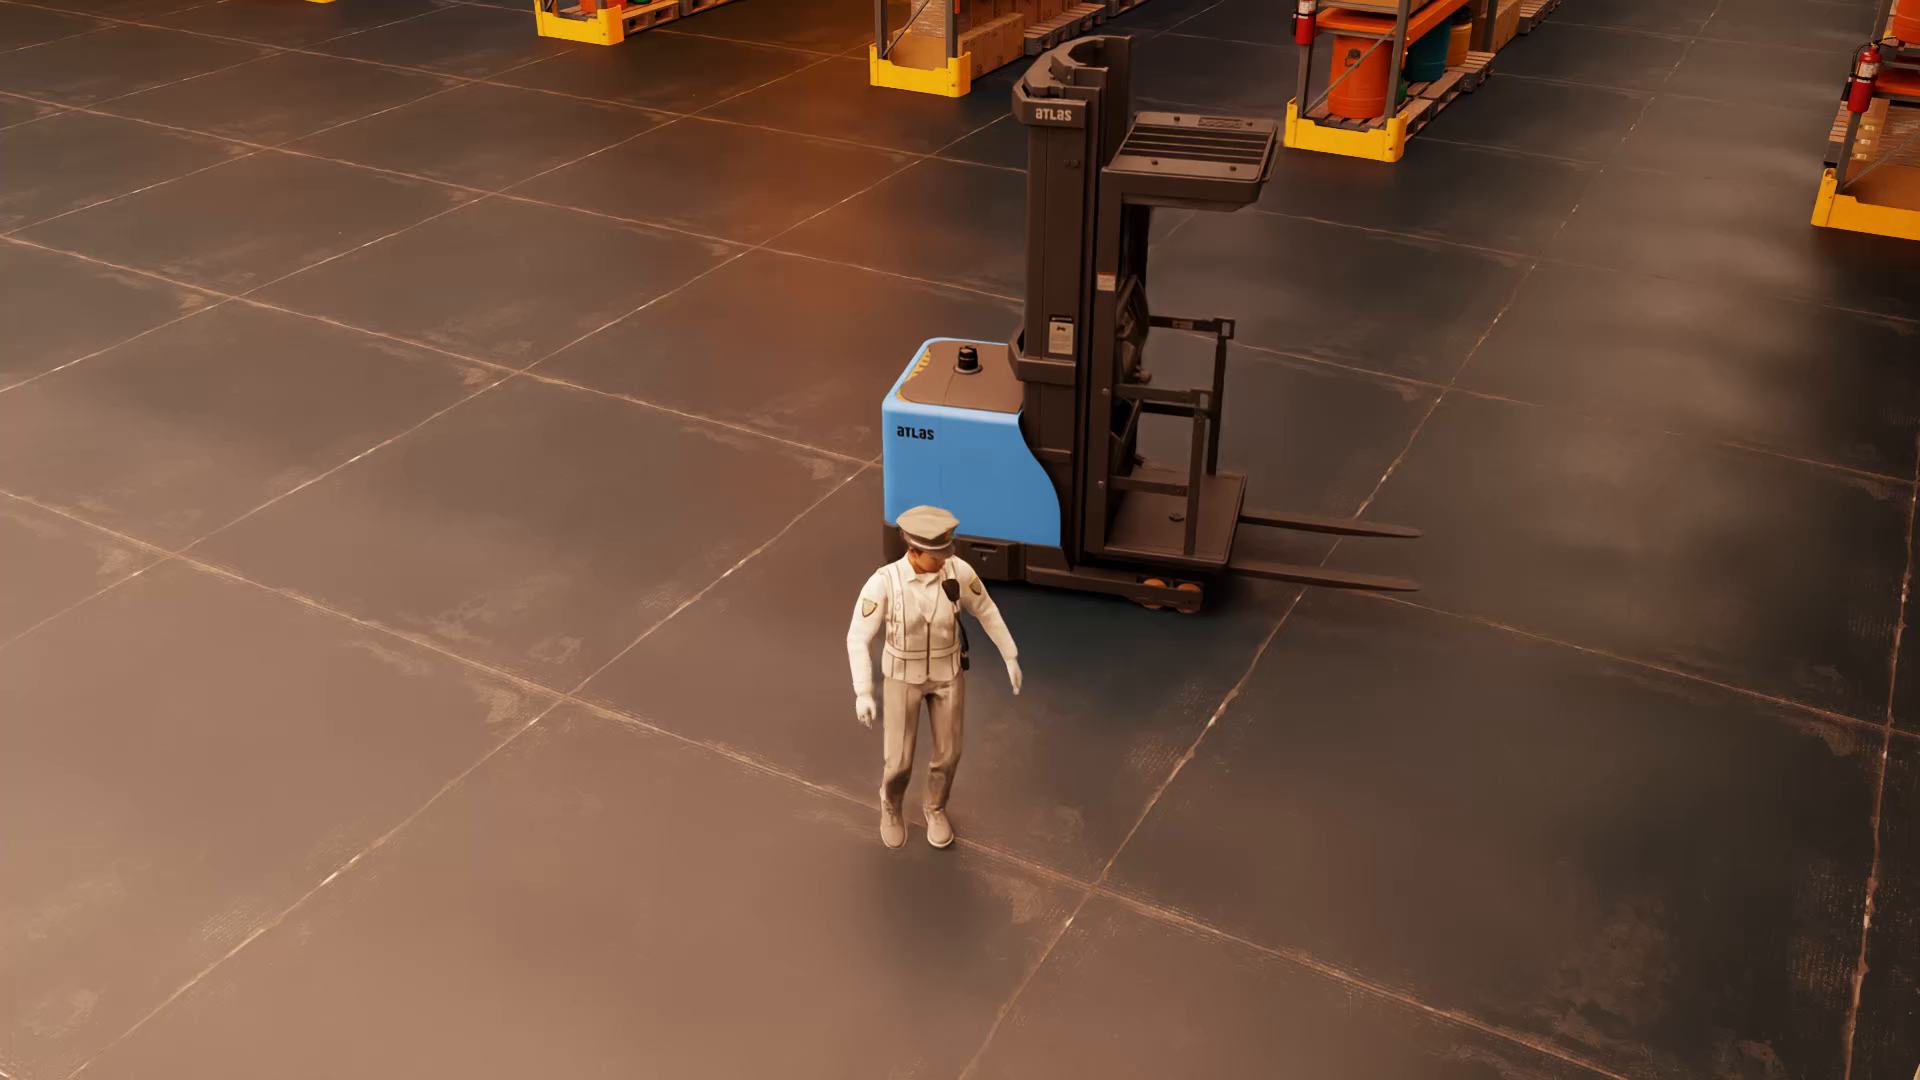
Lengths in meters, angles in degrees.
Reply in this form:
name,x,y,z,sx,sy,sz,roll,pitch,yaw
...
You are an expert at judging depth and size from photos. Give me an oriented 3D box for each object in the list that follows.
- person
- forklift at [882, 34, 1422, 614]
name,x,y,z,sx,sy,sz,roll,pitch,yaw
person,-0.109,0.638,7.280,0.754,1.660,0.440,-5,30,-9
forklift,1.126,-1.152,9.066,3.031,2.935,1.130,7,31,12
